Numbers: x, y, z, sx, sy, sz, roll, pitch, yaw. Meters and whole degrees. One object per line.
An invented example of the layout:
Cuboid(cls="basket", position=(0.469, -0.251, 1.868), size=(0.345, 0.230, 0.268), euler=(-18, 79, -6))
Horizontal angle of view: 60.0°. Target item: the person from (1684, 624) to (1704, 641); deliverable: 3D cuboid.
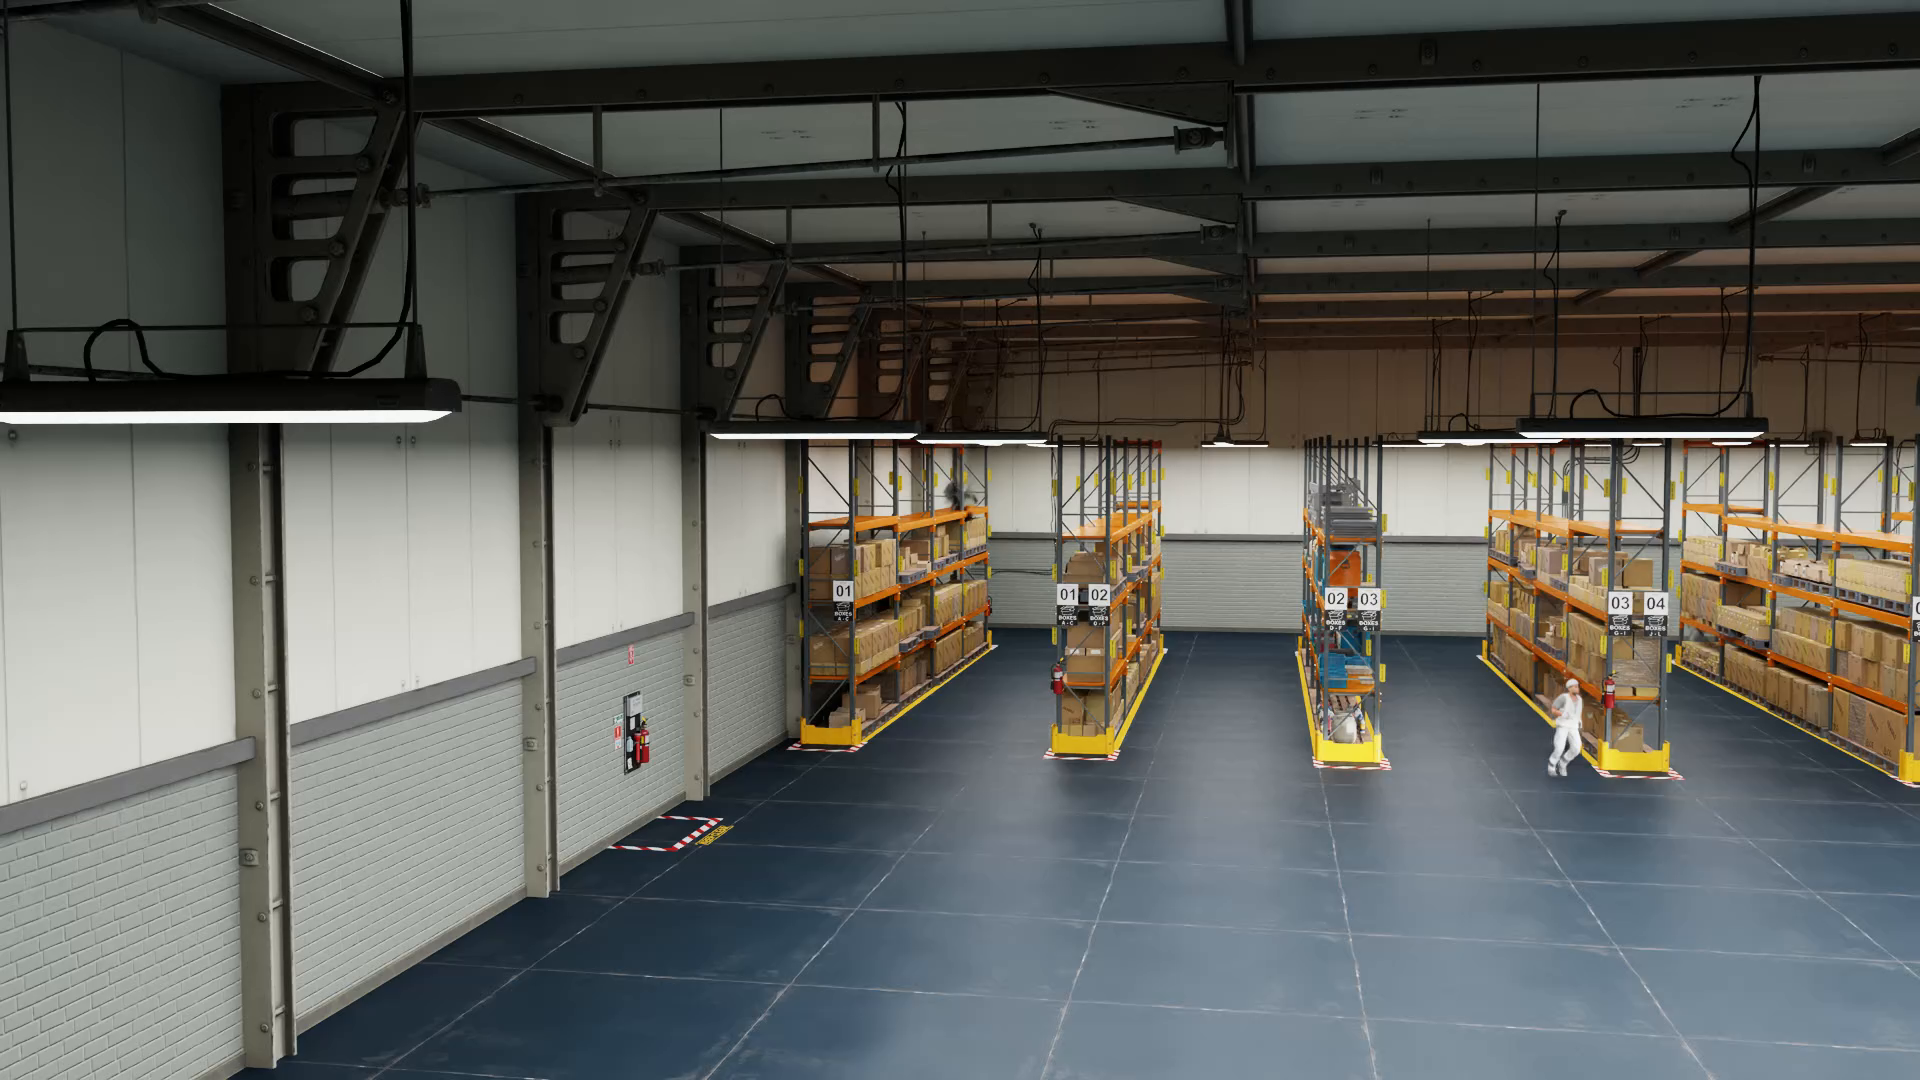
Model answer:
Cuboid(cls="person", position=(20.088, 2.435, 45.414), size=(0.528, 1.651, 0.618), euler=(0, 3, 0))

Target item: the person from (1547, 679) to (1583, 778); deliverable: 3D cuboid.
Cuboid(cls="person", position=(10.634, 3.287, 28.971), size=(0.652, 1.728, 0.611), euler=(0, 3, -7))

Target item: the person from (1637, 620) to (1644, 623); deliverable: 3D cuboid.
Cuboid(cls="person", position=(18.042, 2.463, 44.893), size=(0.789, 1.724, 0.707), euler=(2, 4, 37))
